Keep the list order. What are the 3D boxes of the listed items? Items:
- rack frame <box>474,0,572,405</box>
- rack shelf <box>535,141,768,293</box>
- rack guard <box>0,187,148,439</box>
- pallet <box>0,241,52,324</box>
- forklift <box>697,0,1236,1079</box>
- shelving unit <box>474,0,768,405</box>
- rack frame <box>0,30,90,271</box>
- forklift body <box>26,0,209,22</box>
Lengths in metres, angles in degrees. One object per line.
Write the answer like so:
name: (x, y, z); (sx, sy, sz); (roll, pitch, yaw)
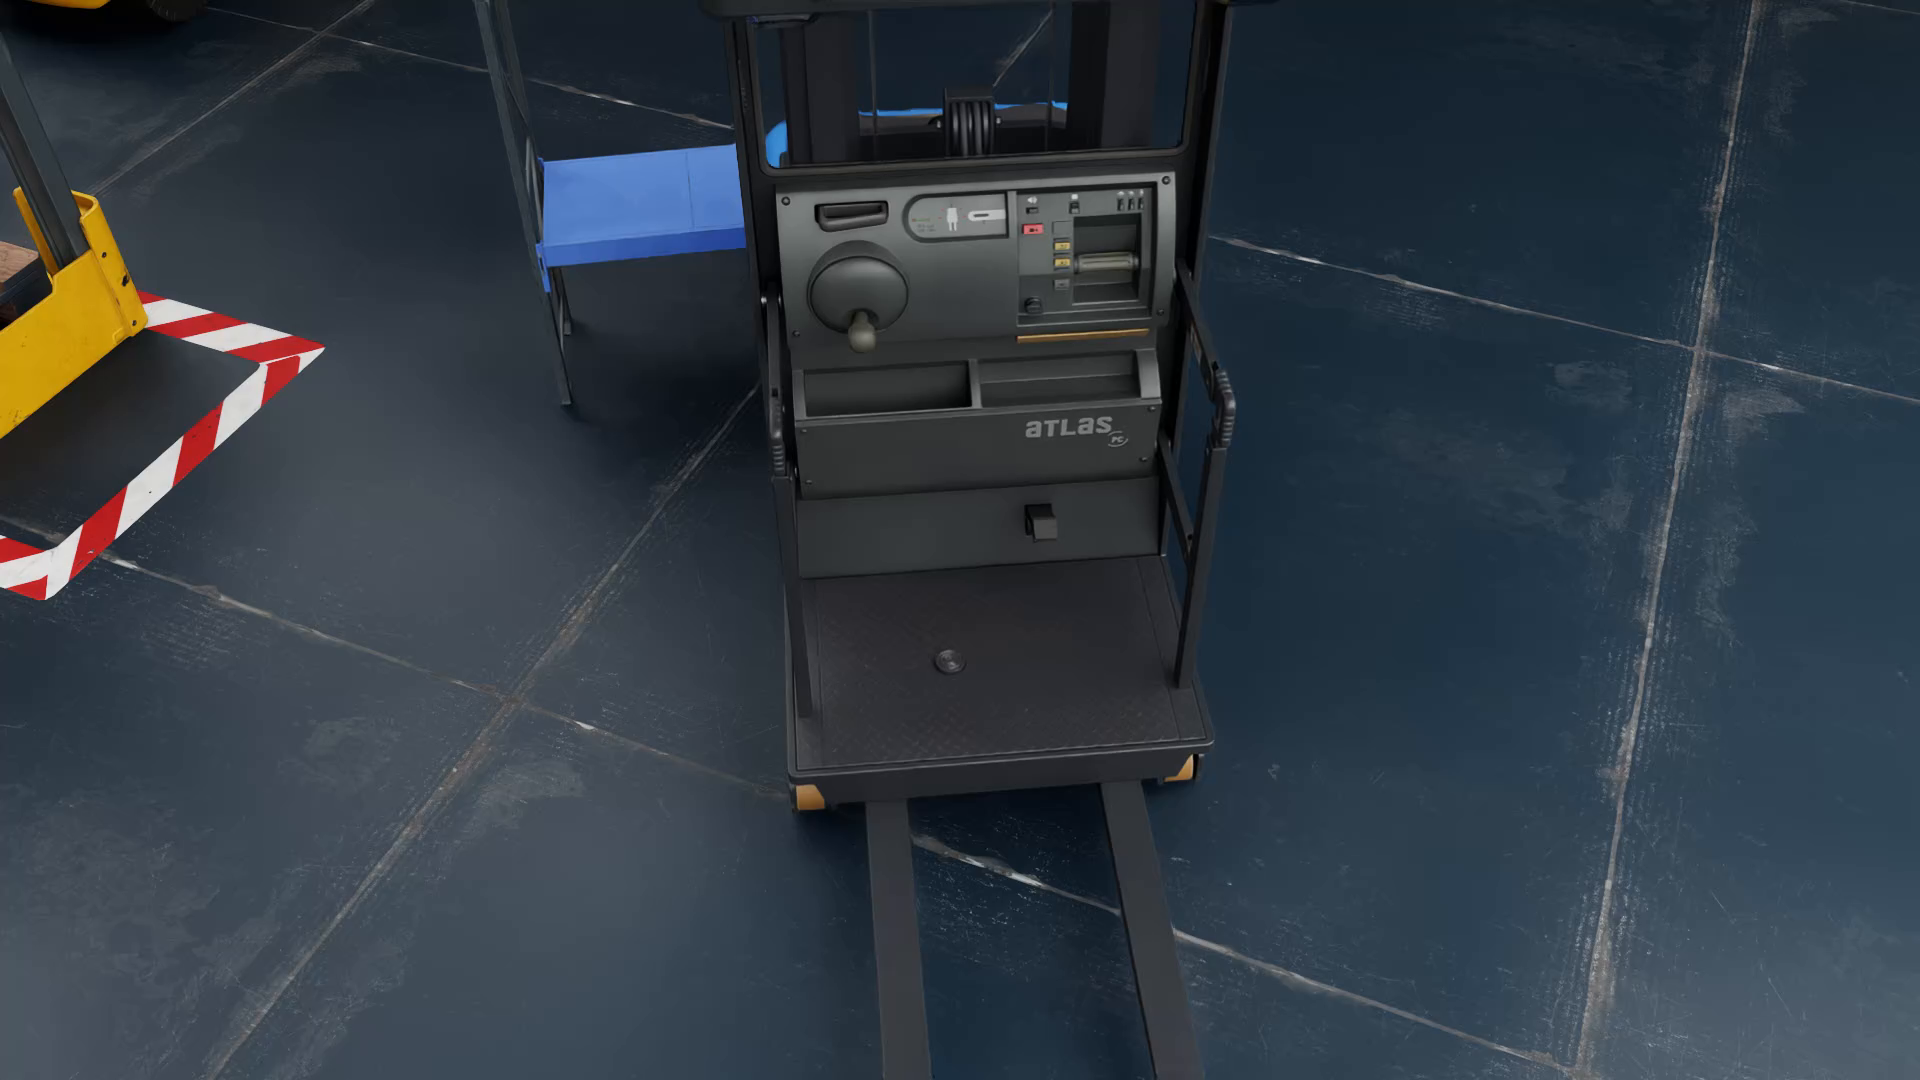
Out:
rack frame: (-1.393, -1.170, 5.363); (0.032, 1.500, 0.500); (-7, 45, -7)
rack shelf: (-0.892, -1.103, 5.551); (1.000, 0.185, 0.538); (-7, 45, -7)
rack guard: (-3.316, -0.656, 5.555); (0.348, 0.500, 1.175); (16, 47, 16)
pallet: (-4.052, -0.797, 5.901); (1.213, 0.211, 1.003); (16, 47, 16)
forklift: (0.065, -0.565, 3.740); (1.130, 2.935, 3.031); (-4, 45, -4)
shelving unit: (-0.892, -1.231, 5.424); (1.048, 1.500, 0.538); (-7, 45, -7)
rack frame: (-3.246, -1.521, 4.652); (0.127, 3.000, 1.000); (16, 47, 16)
forklift body: (-3.790, -3.780, 7.524); (1.214, 2.155, 2.313); (16, 47, 16)
